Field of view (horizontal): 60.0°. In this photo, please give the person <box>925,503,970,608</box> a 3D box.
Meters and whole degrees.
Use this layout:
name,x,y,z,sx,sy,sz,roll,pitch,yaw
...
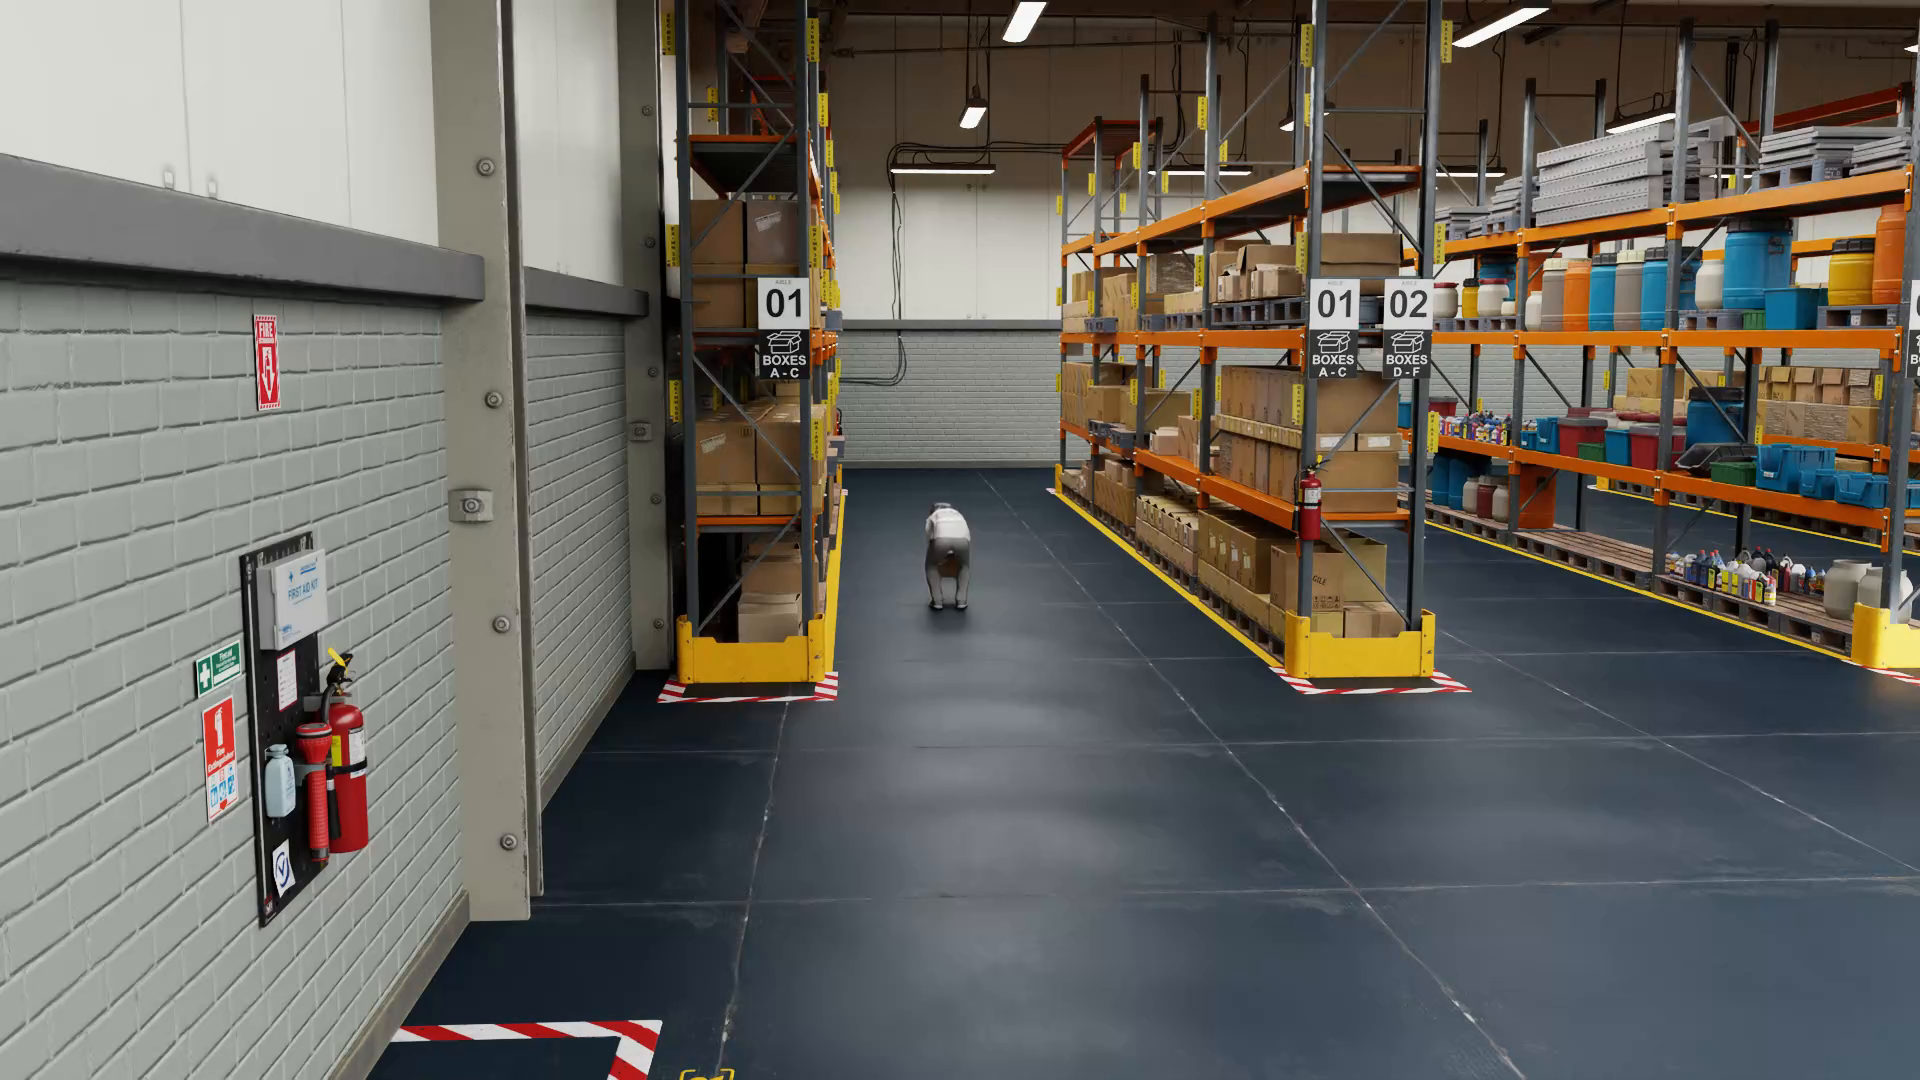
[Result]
name,x,y,z,sx,sy,sz,roll,pitch,yaw
person,-0.135,0.160,17.076,0.464,1.029,0.933,-1,7,-6
